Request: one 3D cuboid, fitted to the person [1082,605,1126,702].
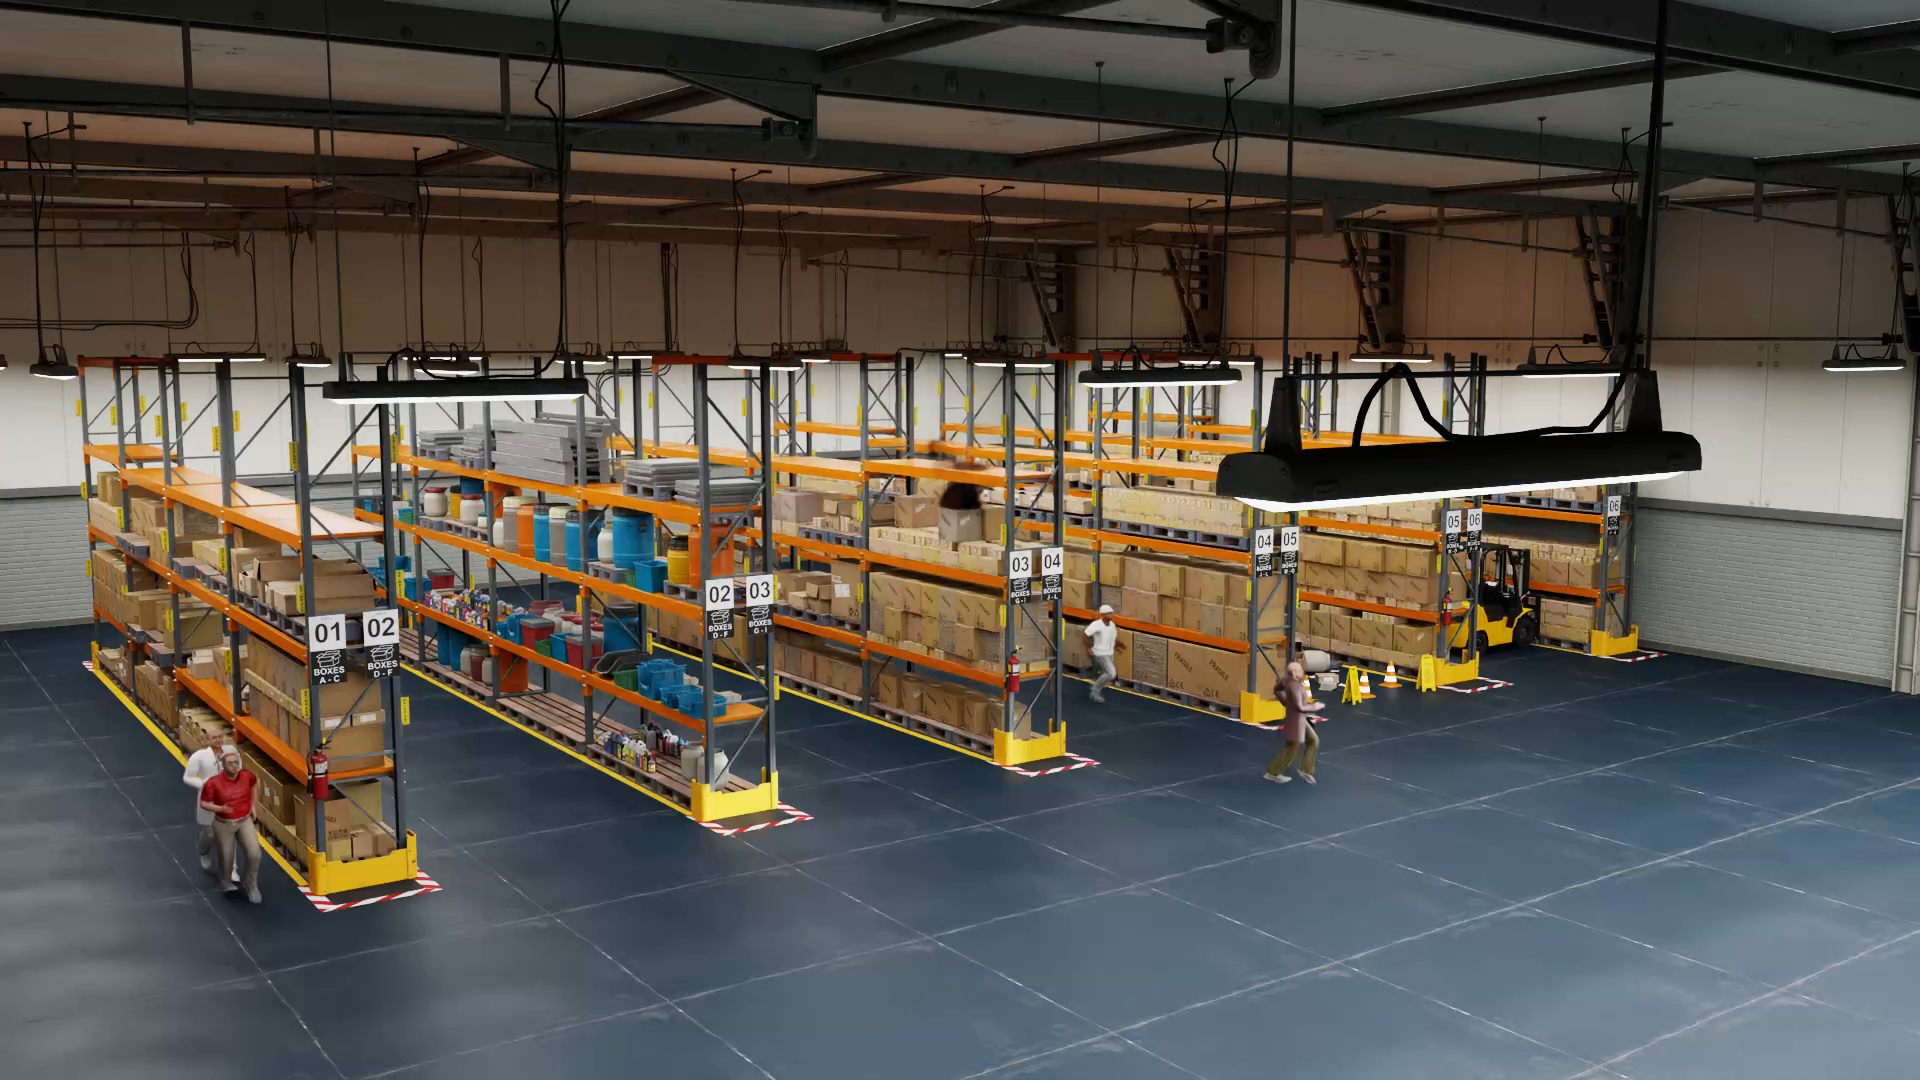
[{"bbox_3d":[2.519,1.974,28.783,0.720,1.716,0.680,6,9,41],"label":"person"}]

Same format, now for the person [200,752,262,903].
[{"bbox_3d":[-8.174,3.279,18.713,0.685,1.684,0.818,-6,9,-39],"label":"person"}]

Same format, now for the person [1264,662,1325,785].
[{"bbox_3d":[4.748,2.621,23.605,0.826,1.820,0.723,1,7,8],"label":"person"}]

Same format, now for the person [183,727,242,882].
[{"bbox_3d":[-8.717,3.061,19.517,0.719,1.764,0.985,-6,9,-42],"label":"person"}]
